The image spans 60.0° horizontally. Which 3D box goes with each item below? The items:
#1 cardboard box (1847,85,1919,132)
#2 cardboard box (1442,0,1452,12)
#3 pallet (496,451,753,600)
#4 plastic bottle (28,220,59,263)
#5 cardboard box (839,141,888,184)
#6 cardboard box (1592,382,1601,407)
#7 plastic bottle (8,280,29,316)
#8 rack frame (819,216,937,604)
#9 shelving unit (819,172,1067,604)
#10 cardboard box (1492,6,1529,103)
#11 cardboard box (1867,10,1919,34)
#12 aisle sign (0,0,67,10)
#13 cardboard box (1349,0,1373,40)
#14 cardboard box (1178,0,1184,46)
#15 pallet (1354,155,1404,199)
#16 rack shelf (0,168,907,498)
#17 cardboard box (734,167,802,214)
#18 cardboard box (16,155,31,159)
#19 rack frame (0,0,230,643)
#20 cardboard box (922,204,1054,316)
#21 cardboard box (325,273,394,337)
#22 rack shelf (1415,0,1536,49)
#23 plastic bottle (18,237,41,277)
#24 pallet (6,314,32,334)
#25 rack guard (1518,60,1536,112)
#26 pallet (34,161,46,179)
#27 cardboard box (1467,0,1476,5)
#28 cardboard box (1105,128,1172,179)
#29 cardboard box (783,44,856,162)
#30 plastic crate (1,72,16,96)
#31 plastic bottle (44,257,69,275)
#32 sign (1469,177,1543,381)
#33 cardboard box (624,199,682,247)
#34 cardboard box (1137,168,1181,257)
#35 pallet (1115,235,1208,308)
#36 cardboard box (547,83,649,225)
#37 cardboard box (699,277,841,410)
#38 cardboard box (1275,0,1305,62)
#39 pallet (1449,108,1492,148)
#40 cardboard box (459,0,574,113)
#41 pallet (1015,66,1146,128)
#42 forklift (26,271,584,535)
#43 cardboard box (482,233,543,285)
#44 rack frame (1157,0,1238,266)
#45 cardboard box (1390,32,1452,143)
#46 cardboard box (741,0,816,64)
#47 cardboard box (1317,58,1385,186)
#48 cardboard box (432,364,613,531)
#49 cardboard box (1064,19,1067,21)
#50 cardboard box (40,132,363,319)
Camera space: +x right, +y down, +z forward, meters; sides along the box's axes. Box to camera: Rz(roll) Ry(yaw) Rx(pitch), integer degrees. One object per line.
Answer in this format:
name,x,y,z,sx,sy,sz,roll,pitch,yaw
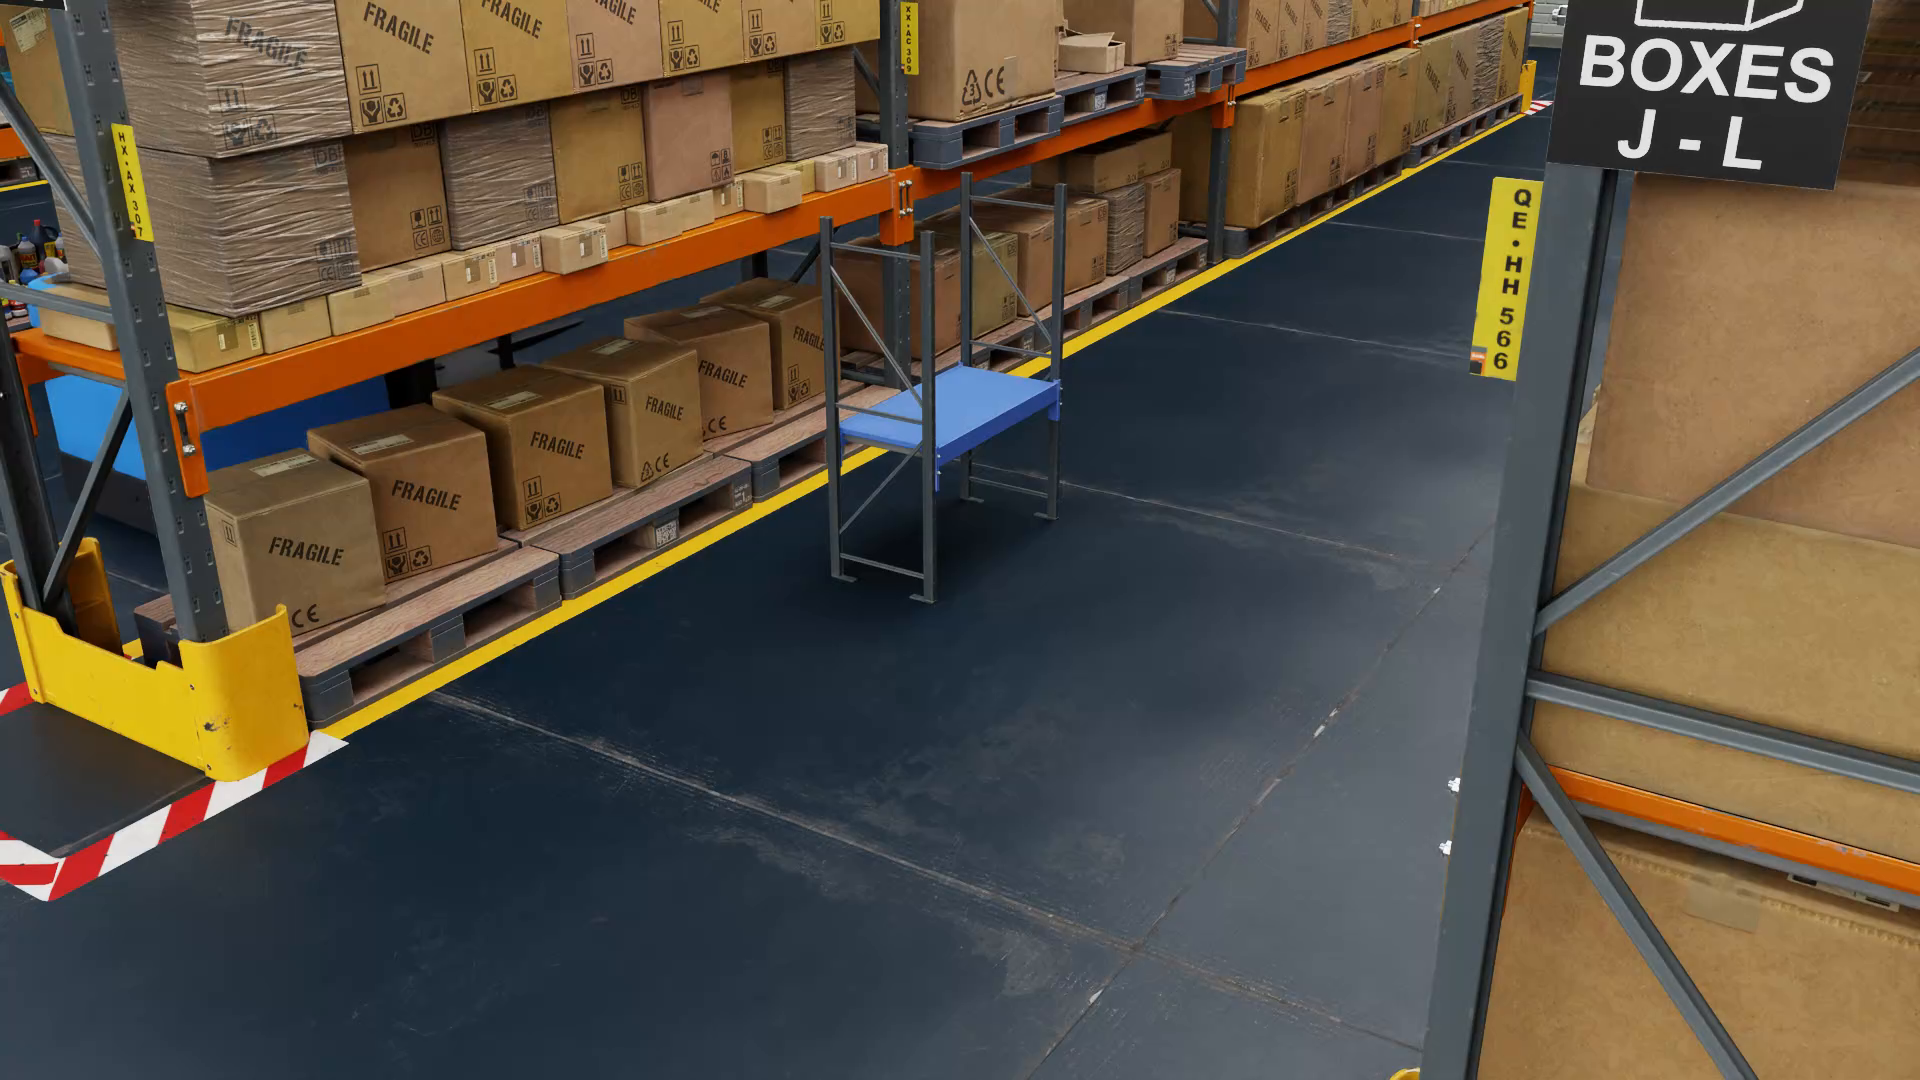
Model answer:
cardboard box,1.784,-0.545,3.185,0.875,0.550,0.550,14,27,29
cardboard box,4.229,-4.875,15.051,0.380,0.149,0.250,15,28,31
pallet,-1.673,-0.155,7.342,1.003,0.211,1.213,14,27,29
plastic bottle,-5.792,-1.857,10.544,0.144,0.351,0.185,13,26,27
cardboard box,-0.570,-1.832,8.024,0.380,0.149,0.250,14,27,29
cardboard box,1.773,-0.052,3.406,0.875,0.550,0.550,14,27,29
plastic bottle,-5.517,-1.417,9.716,0.097,0.201,0.097,0,23,0
rack frame,-0.313,-0.488,6.489,0.500,1.500,0.032,14,27,29
shelving unit,-0.045,-0.659,6.886,0.538,1.500,1.048,14,27,29
cardboard box,5.354,-5.117,17.440,0.875,0.875,0.875,14,27,29
cardboard box,2.637,-1.092,4.449,0.875,0.550,0.550,14,27,29
aisle sign,-2.594,-1.841,4.455,0.394,0.787,0.004,14,27,29
cardboard box,2.962,-4.269,13.211,0.500,0.500,0.500,14,27,28
cardboard box,1.153,-3.480,10.858,0.500,0.500,0.500,10,25,23
pallet,3.170,-3.226,14.437,1.003,0.211,1.213,14,27,29
rack shelf,-1.761,-1.077,6.867,1.077,0.370,4.000,14,27,29
cardboard box,-0.930,-1.571,7.419,0.380,0.149,0.250,14,27,29
cardboard box,-8.156,-3.522,14.542,0.500,0.250,0.500,13,27,27
rack frame,-2.816,-0.732,5.165,1.000,3.000,0.127,14,27,29
cardboard box,0.198,-1.685,9.960,0.700,0.500,0.500,11,26,24
cardboard box,-2.171,-0.824,5.695,0.380,0.149,0.250,14,27,29
rack shelf,4.568,-5.127,16.223,1.077,0.370,4.000,14,27,29
plastic bottle,-5.838,-1.763,10.427,0.097,0.271,0.097,0,23,0
pallet,-5.947,-1.209,9.777,1.003,0.211,1.213,14,27,29
rack guard,5.636,-4.993,18.155,1.175,0.500,0.348,14,27,29
pallet,-8.122,-3.550,15.184,1.003,0.211,1.213,14,27,29
cardboard box,4.635,-5.134,15.651,0.380,0.149,0.250,14,27,30
cardboard box,1.076,-2.598,11.125,0.500,0.250,0.500,15,28,31
cardboard box,-0.996,-2.125,7.884,0.875,0.500,0.500,14,27,29
plastic crate,-5.267,-2.621,9.716,0.499,0.251,0.616,14,27,29
plastic bottle,-5.370,-1.566,9.967,0.152,0.276,0.135,14,27,30
sign,0.890,-0.417,2.682,0.100,0.325,0.005,14,27,29
cardboard box,-1.374,-1.329,6.861,0.380,0.149,0.250,14,27,29
cardboard box,1.067,-2.256,11.279,0.700,0.500,0.500,12,26,26
pallet,0.990,-1.889,11.348,1.003,0.211,1.213,14,27,29
cardboard box,-1.767,-1.614,6.702,0.875,0.500,0.500,14,27,29
cardboard box,-0.951,-1.001,8.404,0.500,0.500,0.500,13,27,27
cardboard box,2.161,-3.759,12.033,0.500,0.500,0.500,13,27,28
pallet,4.624,-4.156,16.585,1.003,0.211,1.213,14,27,29
cardboard box,-1.763,-1.838,5.961,0.500,0.500,0.500,14,27,29
pallet,0.394,-2.667,9.877,1.003,0.211,1.213,14,27,29
forklift,-2.792,-1.852,7.839,1.130,2.935,3.031,15,28,31
cardboard box,-1.810,-1.086,6.299,0.380,0.149,0.250,14,27,29
rack frame,1.404,-3.432,11.402,1.000,3.000,0.127,14,27,29
cardboard box,3.930,-4.206,15.335,0.875,0.875,0.875,14,27,29
cardboard box,-0.973,-2.345,7.131,0.500,0.500,0.500,14,27,29
cardboard box,2.722,-3.478,13.654,1.225,0.875,0.875,13,27,27
cardboard box,-1.840,-0.401,7.018,0.500,0.500,0.500,17,29,34
cardboard box,0.324,-3.038,10.153,0.500,0.250,0.500,13,27,27
cardboard box,-2.503,-1.094,5.502,0.875,0.500,0.500,14,27,29
